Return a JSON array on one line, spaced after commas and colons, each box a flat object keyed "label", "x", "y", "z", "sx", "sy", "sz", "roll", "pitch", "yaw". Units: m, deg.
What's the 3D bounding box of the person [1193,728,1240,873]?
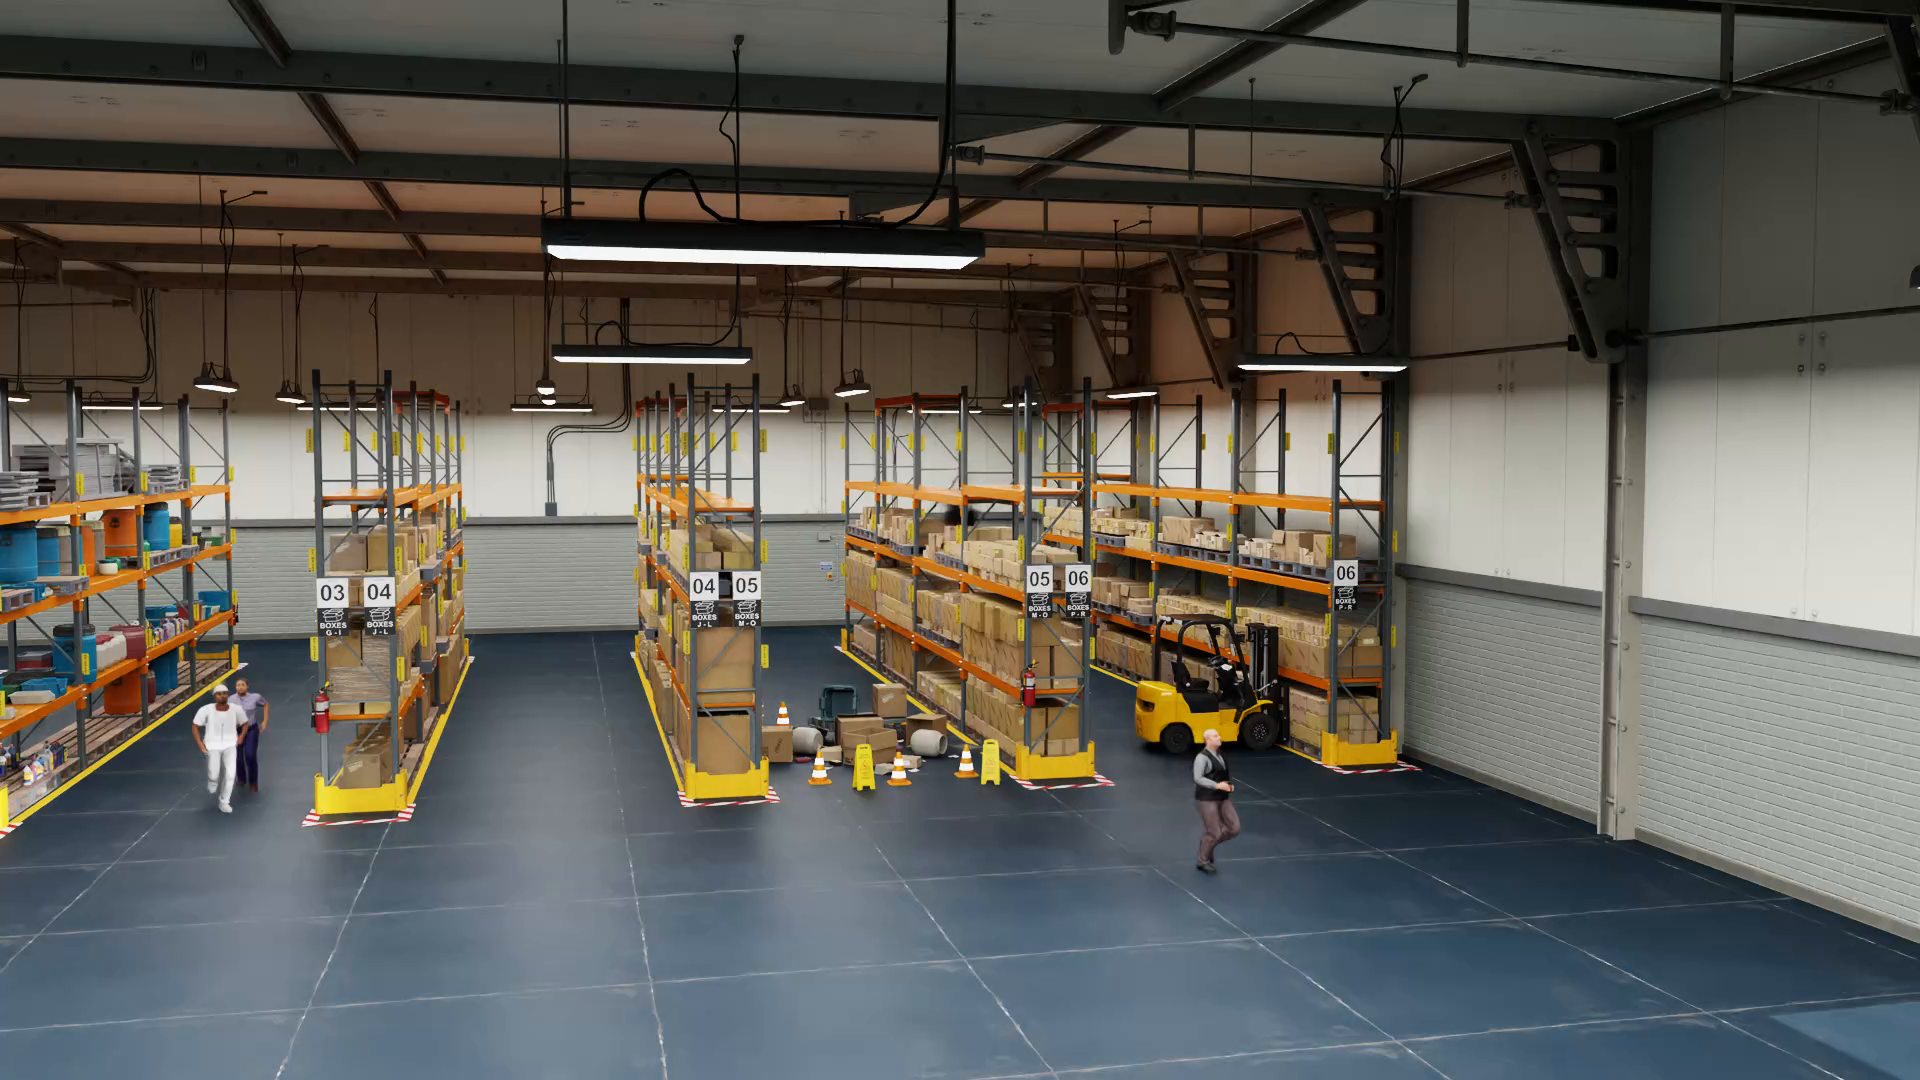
[{"label": "person", "x": 2.987, "y": 3.036, "z": 19.357, "sx": 0.555, "sy": 1.691, "sz": 0.708, "roll": 3, "pitch": 4, "yaw": 39}]

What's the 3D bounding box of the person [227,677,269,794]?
[{"label": "person", "x": -10.281, "y": 2.824, "z": 23.897, "sx": 0.617, "sy": 1.713, "sz": 0.715, "roll": -1, "pitch": 3, "yaw": -17}]

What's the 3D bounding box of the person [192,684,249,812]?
[{"label": "person", "x": -10.139, "y": 2.837, "z": 22.836, "sx": 0.727, "sy": 1.722, "sz": 0.665, "roll": -2, "pitch": 4, "yaw": -28}]
